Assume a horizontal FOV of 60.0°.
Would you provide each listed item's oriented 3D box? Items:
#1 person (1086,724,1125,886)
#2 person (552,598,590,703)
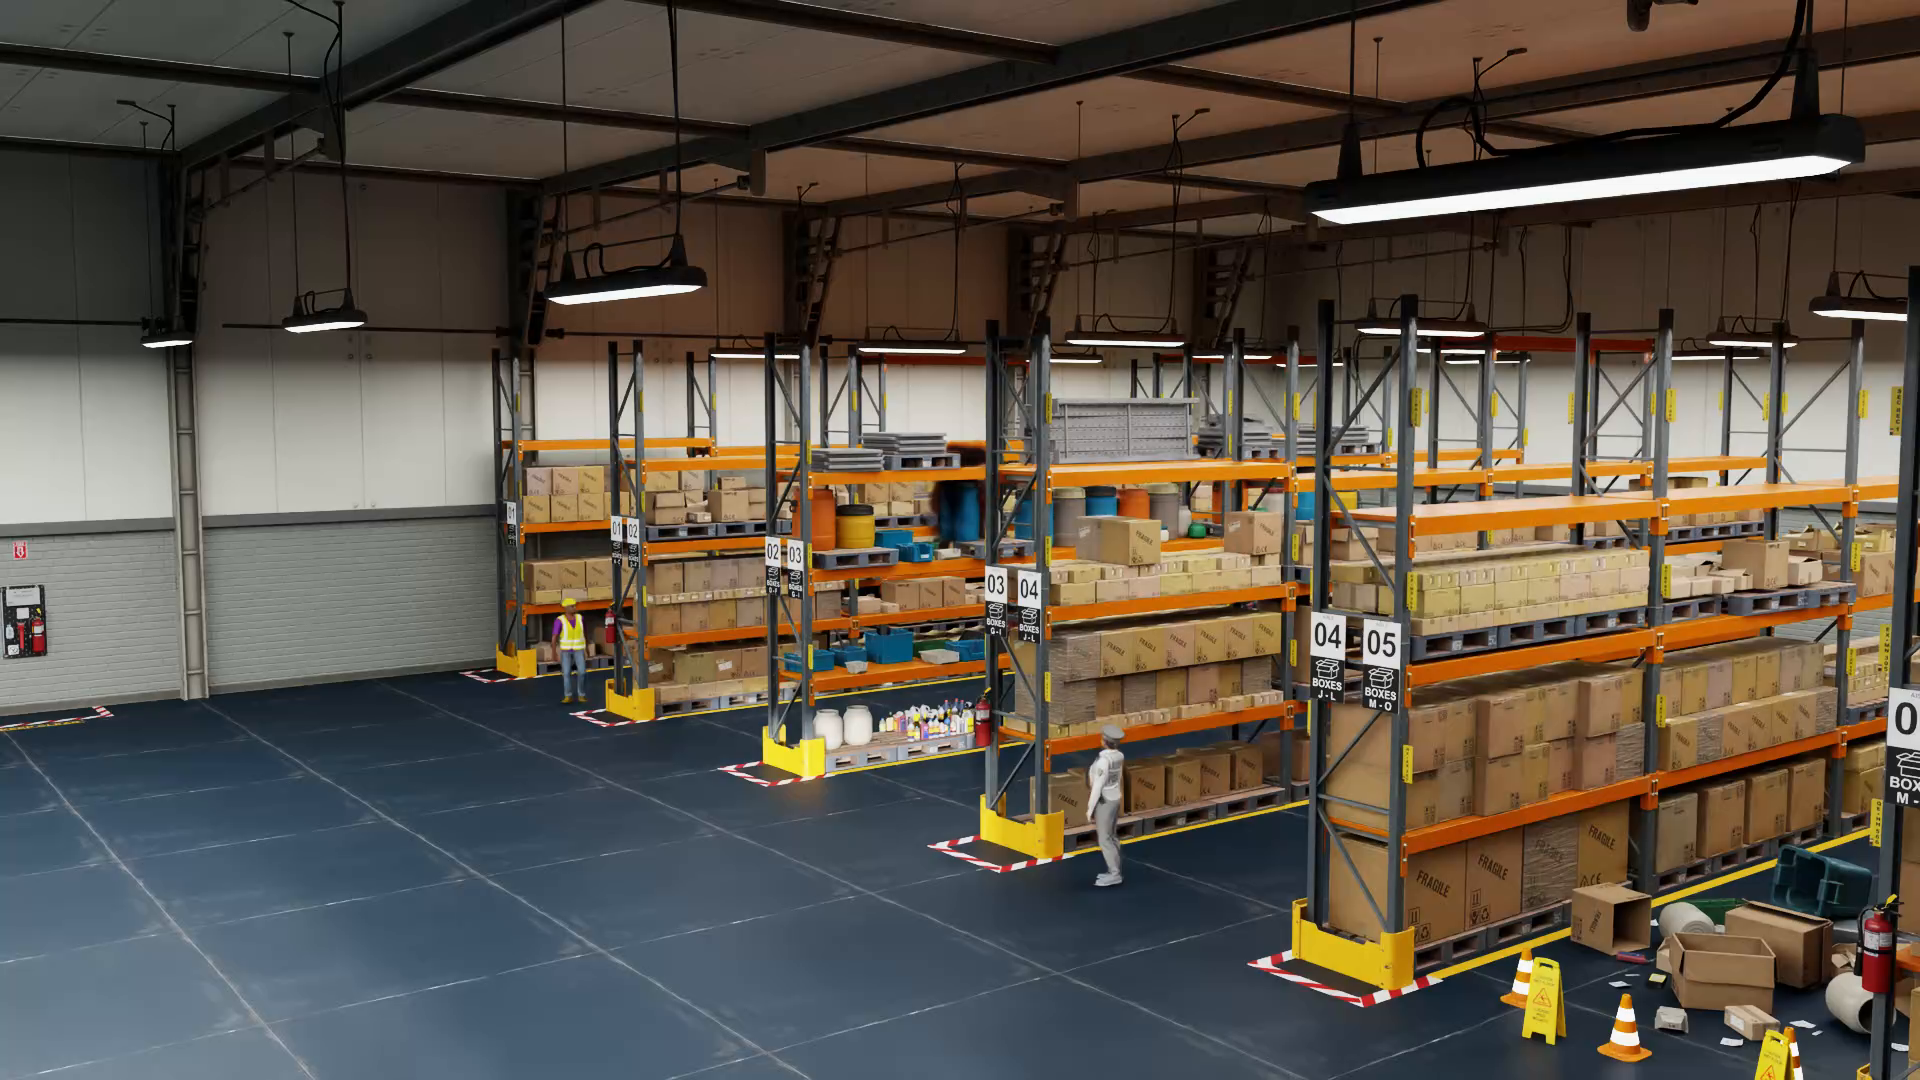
[{"bbox_3d":[1.543,2.790,17.572,0.401,1.704,0.558,1,5,15],"label":"person"},{"bbox_3d":[-6.512,1.884,27.822,0.596,1.837,0.492,-1,5,-8],"label":"person"}]
